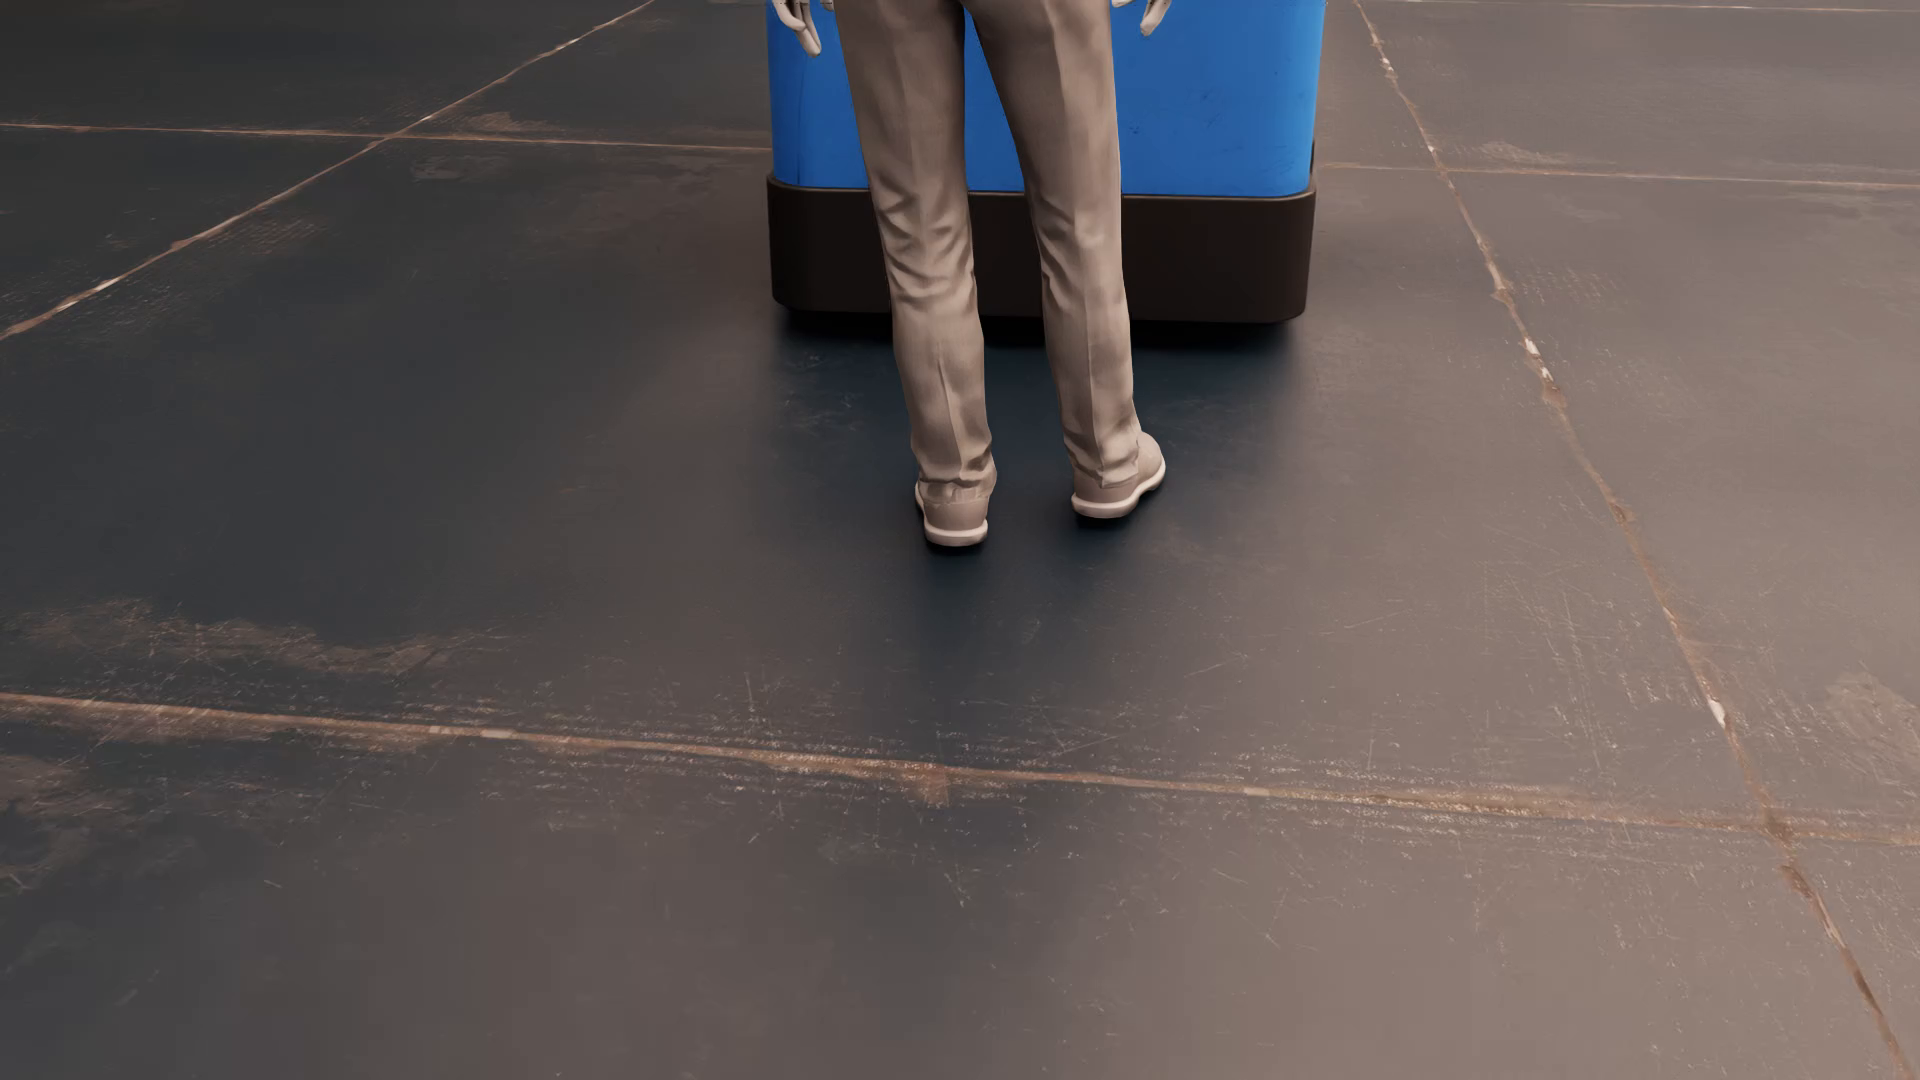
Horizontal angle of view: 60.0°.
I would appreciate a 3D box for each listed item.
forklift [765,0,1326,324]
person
[{"bbox_3d":[0.269,-2.347,3.922,1.130,2.935,3.031,2,27,4],"label":"forklift"},{"bbox_3d":[0.015,-0.794,2.177,0.587,1.696,0.534,3,27,7],"label":"person"}]
